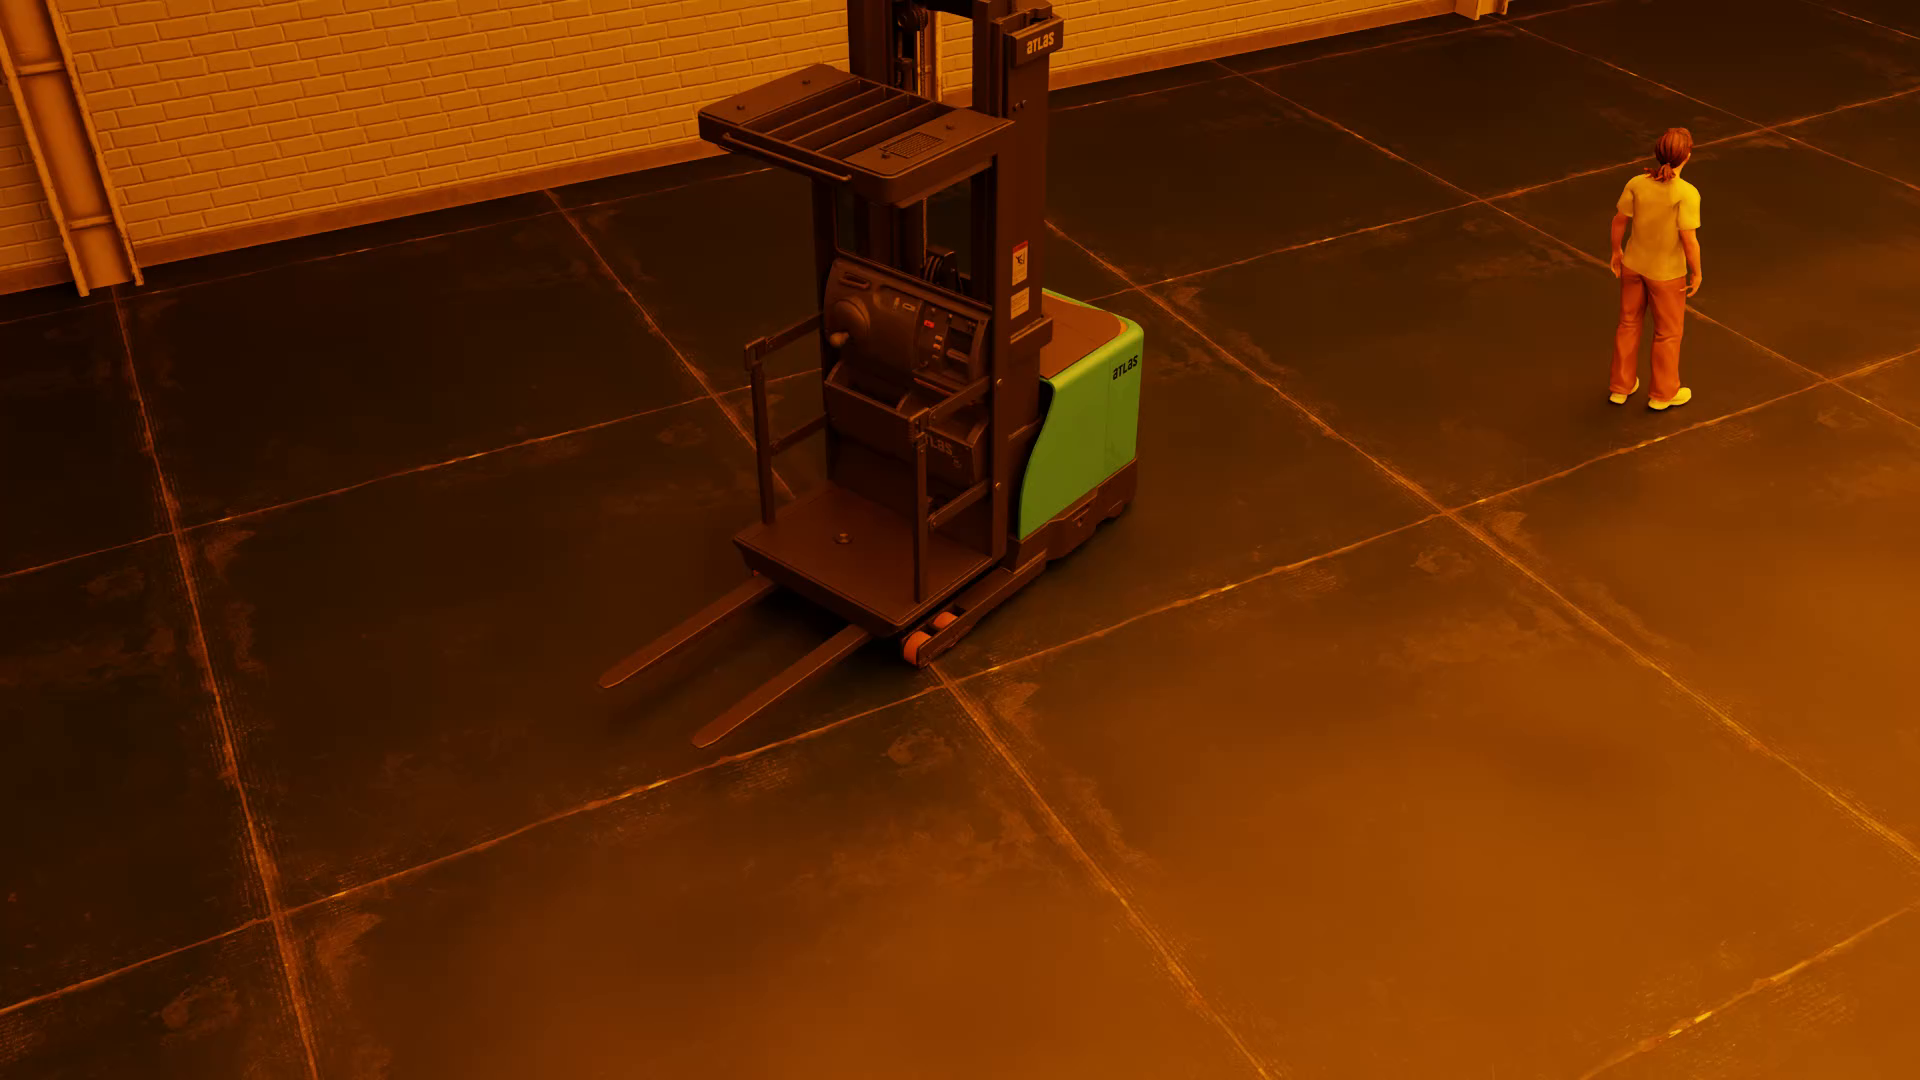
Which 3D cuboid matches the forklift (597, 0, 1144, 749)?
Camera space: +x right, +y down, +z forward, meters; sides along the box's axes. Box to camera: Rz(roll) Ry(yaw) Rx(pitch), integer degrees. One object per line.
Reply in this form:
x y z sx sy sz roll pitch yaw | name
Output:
-0.390 -0.927 7.434 1.130 2.935 3.031 26 43 31 | forklift

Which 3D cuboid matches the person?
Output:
3.948 -1.537 9.372 0.548 1.673 0.554 -26 43 -32 | person
